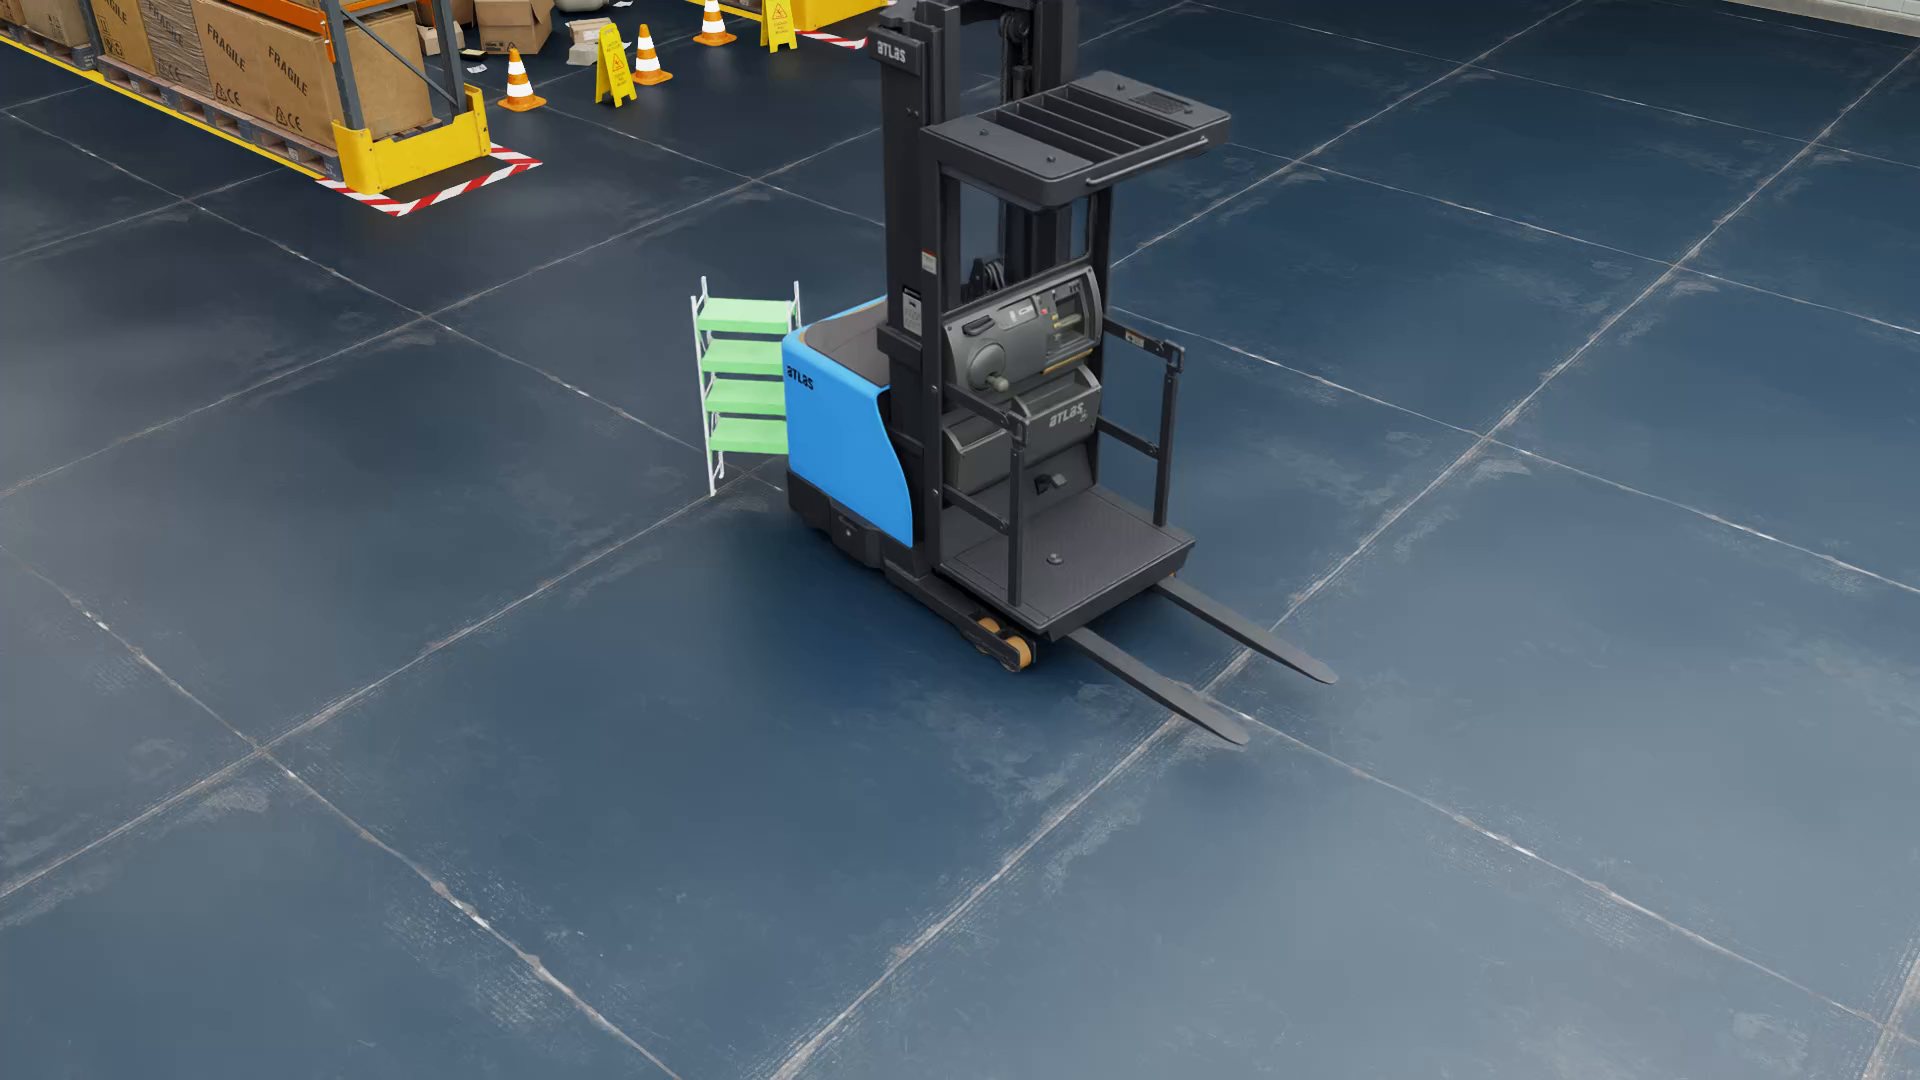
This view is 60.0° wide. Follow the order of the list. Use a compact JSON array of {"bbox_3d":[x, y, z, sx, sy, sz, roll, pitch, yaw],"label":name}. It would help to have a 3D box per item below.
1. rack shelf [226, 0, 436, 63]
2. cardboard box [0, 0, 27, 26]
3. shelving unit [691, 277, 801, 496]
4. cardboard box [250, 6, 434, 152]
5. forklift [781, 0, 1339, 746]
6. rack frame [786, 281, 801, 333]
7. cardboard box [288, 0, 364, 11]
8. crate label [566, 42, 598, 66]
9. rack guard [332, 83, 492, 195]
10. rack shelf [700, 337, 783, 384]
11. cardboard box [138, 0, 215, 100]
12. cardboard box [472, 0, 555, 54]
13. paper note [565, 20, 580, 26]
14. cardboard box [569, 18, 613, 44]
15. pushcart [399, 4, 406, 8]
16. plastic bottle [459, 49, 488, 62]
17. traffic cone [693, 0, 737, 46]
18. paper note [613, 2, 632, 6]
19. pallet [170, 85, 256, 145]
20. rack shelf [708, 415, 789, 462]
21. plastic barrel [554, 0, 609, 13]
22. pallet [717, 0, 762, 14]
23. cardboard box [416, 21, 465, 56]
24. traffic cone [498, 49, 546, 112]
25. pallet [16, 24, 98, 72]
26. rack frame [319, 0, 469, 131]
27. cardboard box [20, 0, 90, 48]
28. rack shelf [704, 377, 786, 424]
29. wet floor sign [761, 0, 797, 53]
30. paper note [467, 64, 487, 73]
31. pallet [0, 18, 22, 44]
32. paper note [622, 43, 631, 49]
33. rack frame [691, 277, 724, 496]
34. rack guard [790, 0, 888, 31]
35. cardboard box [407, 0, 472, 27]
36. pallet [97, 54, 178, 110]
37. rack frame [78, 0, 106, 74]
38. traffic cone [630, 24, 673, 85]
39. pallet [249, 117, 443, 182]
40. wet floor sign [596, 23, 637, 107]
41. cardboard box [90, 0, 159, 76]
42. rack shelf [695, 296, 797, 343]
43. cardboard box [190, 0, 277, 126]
[{"bbox_3d":[-5.766,-4.574,13.396,4.000,0.370,1.077,25,42,32],"label":"rack shelf"},{"bbox_3d":[-8.577,-5.377,15.547,0.750,0.750,1.050,25,42,32],"label":"cardboard box"},{"bbox_3d":[-1.098,-0.787,8.837,0.503,1.200,0.258,4,35,5],"label":"shelving unit"},{"bbox_3d":[-4.793,-3.660,12.936,0.875,0.875,0.875,26,42,32],"label":"cardboard box"},{"bbox_3d":[0.441,-0.914,7.492,1.130,2.935,3.031,-27,43,-33],"label":"forklift"},{"bbox_3d":[-0.855,-0.772,8.814,0.015,1.200,0.240,4,35,5],"label":"rack frame"},{"bbox_3d":[-4.544,-4.322,12.262,0.550,0.550,0.875,25,42,32],"label":"cardboard box"},{"bbox_3d":[-3.389,-4.402,15.039,0.298,0.136,0.250,6,35,8],"label":"crate label"},{"bbox_3d":[-4.211,-3.107,12.832,0.348,0.500,1.175,25,42,32],"label":"rack guard"},{"bbox_3d":[-1.098,-0.933,8.737,0.480,0.148,0.258,4,35,5],"label":"rack shelf"},{"bbox_3d":[-6.170,-4.309,13.880,0.875,0.875,0.875,26,42,32],"label":"cardboard box"},{"bbox_3d":[-4.110,-4.842,15.356,0.637,0.503,0.797,0,34,0],"label":"cardboard box"},{"bbox_3d":[-3.697,-4.957,15.951,0.148,0.019,0.142,-18,38,-25],"label":"paper note"},{"bbox_3d":[-3.439,-4.757,15.545,0.380,0.149,0.250,-12,36,-17],"label":"cardboard box"},{"bbox_3d":[-5.634,-5.694,16.708,0.936,0.377,1.648,12,36,16],"label":"pushcart"},{"bbox_3d":[-4.448,-4.409,15.116,0.283,0.061,0.133,12,36,16],"label":"plastic bottle"},{"bbox_3d":[-2.296,-4.885,15.454,0.334,0.463,0.336,25,42,32],"label":"traffic cone"},{"bbox_3d":[-3.334,-5.311,16.456,0.148,0.019,0.142,12,36,16],"label":"paper note"},{"bbox_3d":[-5.827,-3.694,13.942,1.213,0.211,1.003,25,42,32],"label":"pallet"},{"bbox_3d":[-1.098,-0.537,9.009,0.480,0.148,0.258,4,35,5],"label":"rack shelf"},{"bbox_3d":[-3.696,-5.364,16.186,0.512,0.421,0.421,-6,35,-8],"label":"plastic barrel"},{"bbox_3d":[-1.800,-5.524,16.607,1.213,0.211,1.003,25,42,32],"label":"pallet"},{"bbox_3d":[-4.804,-4.646,15.281,0.396,0.266,0.258,-26,42,-32],"label":"cardboard box"},{"bbox_3d":[-3.729,-3.910,14.035,0.334,0.463,0.336,25,42,32],"label":"traffic cone"},{"bbox_3d":[-7.945,-4.692,15.396,1.213,0.211,1.003,25,42,32],"label":"pallet"},{"bbox_3d":[-4.229,-4.146,12.137,0.127,3.000,1.000,25,42,32],"label":"rack frame"},{"bbox_3d":[-7.838,-5.026,15.035,0.750,0.750,1.050,25,42,32],"label":"cardboard box"},{"bbox_3d":[-1.098,-0.735,8.873,0.480,0.148,0.258,4,35,5],"label":"rack shelf"},{"bbox_3d":[-1.679,-4.831,15.215,0.267,0.644,0.232,-18,38,-25],"label":"wet floor sign"},{"bbox_3d":[-4.316,-4.213,14.859,0.144,0.017,0.142,-18,38,-25],"label":"paper note"},{"bbox_3d":[-8.887,-5.134,16.039,1.213,0.211,1.003,25,42,32],"label":"pallet"},{"bbox_3d":[-3.140,-4.589,15.405,0.142,0.019,0.148,12,36,16],"label":"paper note"},{"bbox_3d":[-1.340,-0.803,8.859,0.015,1.200,0.240,4,35,5],"label":"rack frame"},{"bbox_3d":[-1.198,-5.333,16.074,0.348,0.500,1.175,25,42,32],"label":"rack guard"},{"bbox_3d":[-4.834,-5.233,15.805,0.503,0.637,0.797,25,42,32],"label":"cardboard box"},{"bbox_3d":[-6.769,-4.136,14.586,1.213,0.211,1.003,25,42,32],"label":"pallet"},{"bbox_3d":[-7.303,-5.595,14.247,0.127,3.000,1.000,25,42,32],"label":"rack frame"},{"bbox_3d":[-2.745,-4.279,14.572,0.334,0.463,0.336,25,42,32],"label":"traffic cone"},{"bbox_3d":[-4.894,-3.252,13.299,1.213,0.211,1.003,25,42,32],"label":"pallet"},{"bbox_3d":[-2.940,-4.026,14.043,0.232,0.644,0.267,18,38,24],"label":"wet floor sign"},{"bbox_3d":[-6.865,-4.634,14.354,0.875,0.875,0.875,26,42,32],"label":"cardboard box"},{"bbox_3d":[-1.098,-1.130,8.601,0.480,0.148,0.258,4,35,5],"label":"rack shelf"},{"bbox_3d":[-5.470,-3.978,13.398,0.875,0.875,0.875,25,41,31],"label":"cardboard box"}]
